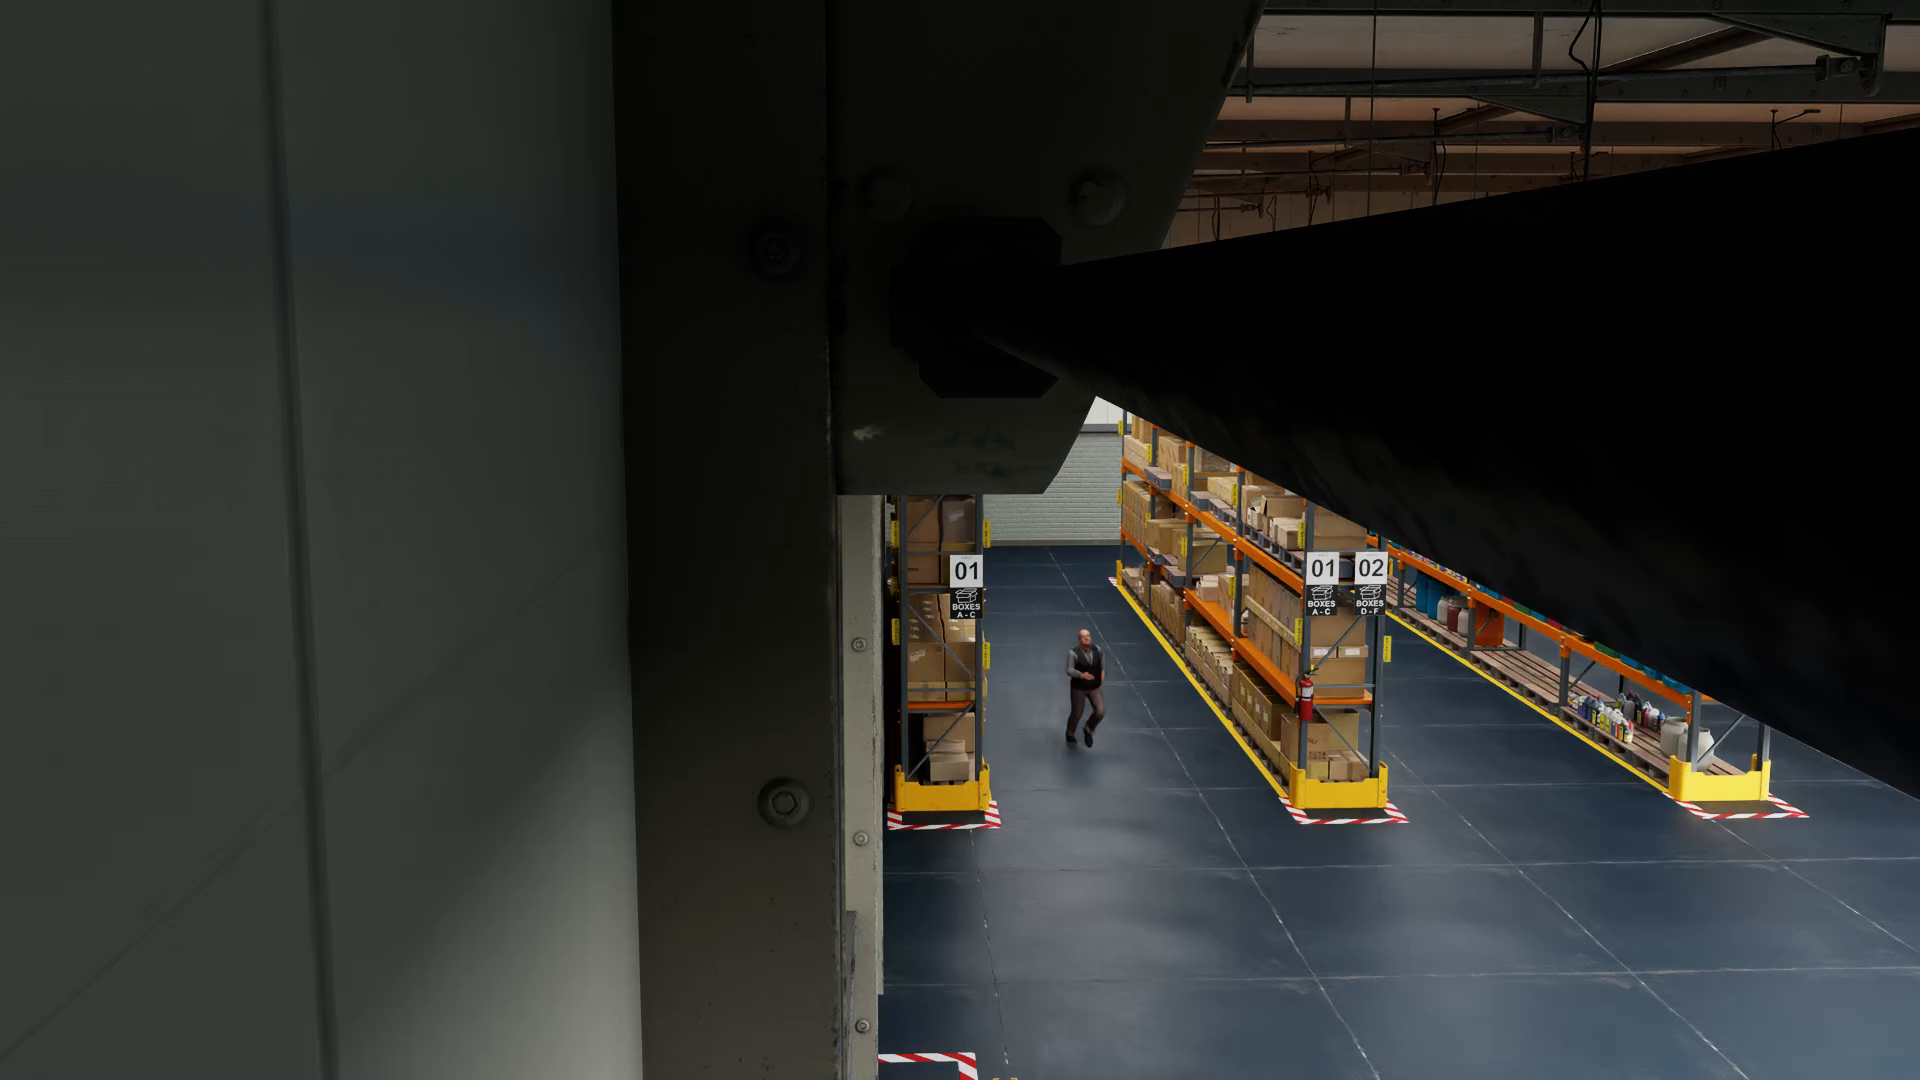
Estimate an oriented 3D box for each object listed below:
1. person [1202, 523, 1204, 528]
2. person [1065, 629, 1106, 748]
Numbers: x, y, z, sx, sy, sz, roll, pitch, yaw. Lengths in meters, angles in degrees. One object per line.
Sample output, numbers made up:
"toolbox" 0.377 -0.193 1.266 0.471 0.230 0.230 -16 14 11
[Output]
"person" 5.164 0.007 37.187 0.759 1.731 0.709 8 11 42
"person" 1.773 2.070 23.194 0.674 1.687 0.838 -3 9 -16
